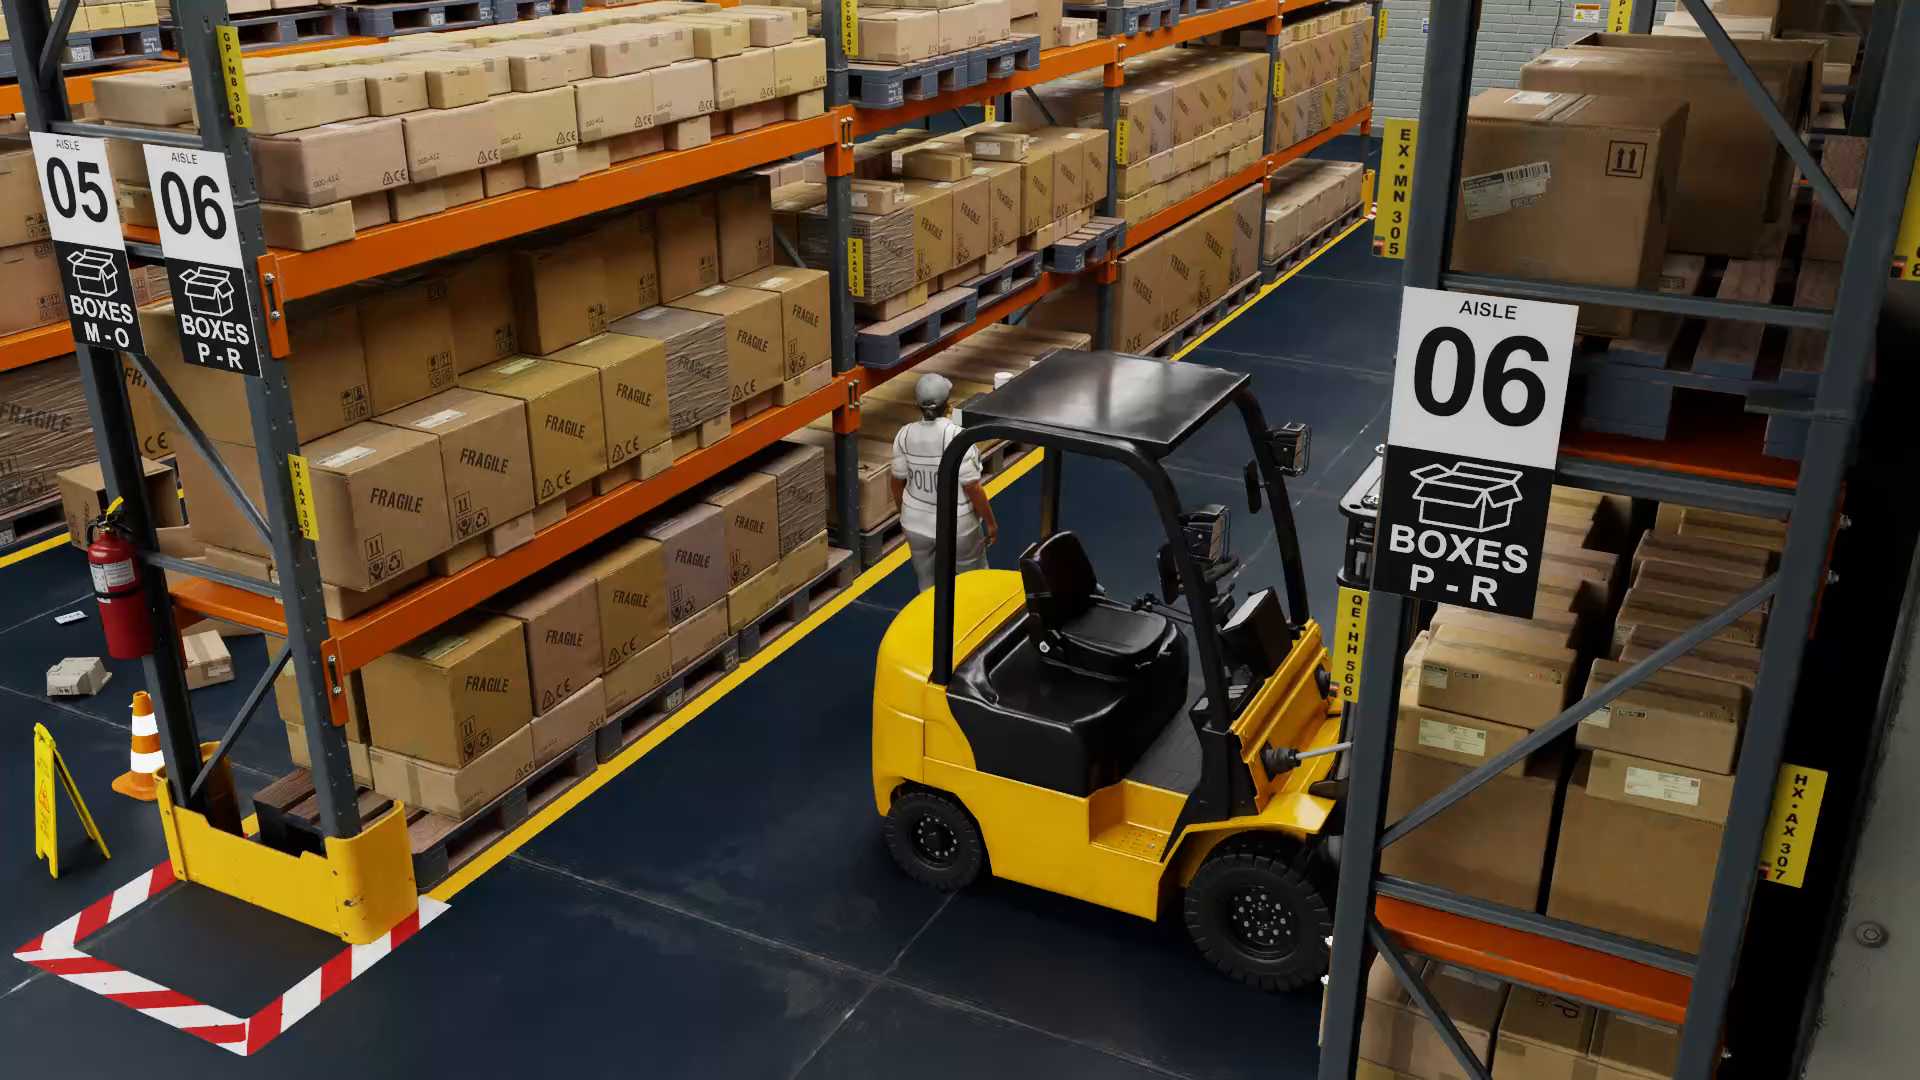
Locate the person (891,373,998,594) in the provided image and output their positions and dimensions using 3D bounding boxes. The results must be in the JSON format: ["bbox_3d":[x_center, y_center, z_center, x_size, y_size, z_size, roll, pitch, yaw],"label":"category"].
[{"bbox_3d":[-0.037,-0.097,8.793,0.598,1.670,0.529,11,25,24],"label":"person"}]
